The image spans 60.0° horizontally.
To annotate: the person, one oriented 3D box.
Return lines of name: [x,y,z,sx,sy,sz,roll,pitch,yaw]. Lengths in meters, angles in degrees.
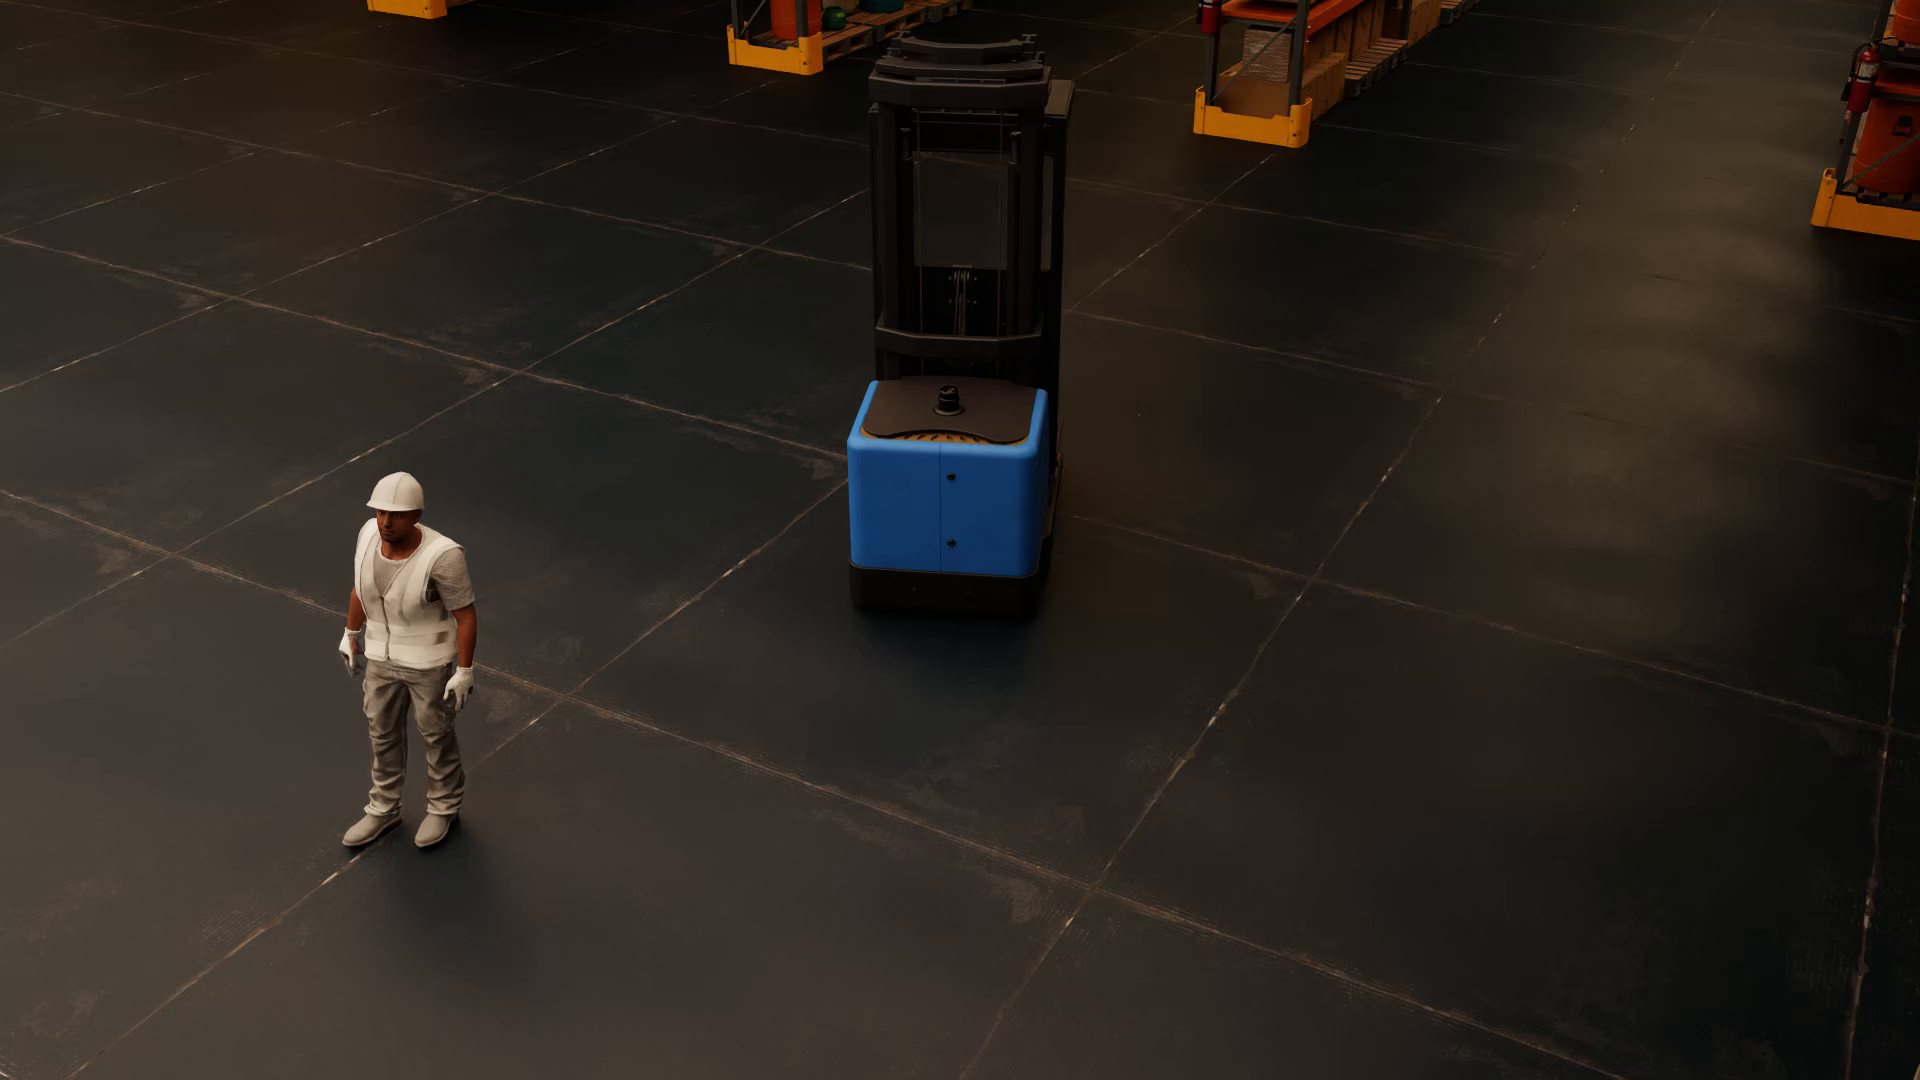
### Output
person: [-2.436,0.550,7.250,0.657,1.782,0.577,11,32,18]

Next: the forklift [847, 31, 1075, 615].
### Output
forklift: [0.072,-1.572,9.794,1.130,2.935,3.031,3,30,6]
